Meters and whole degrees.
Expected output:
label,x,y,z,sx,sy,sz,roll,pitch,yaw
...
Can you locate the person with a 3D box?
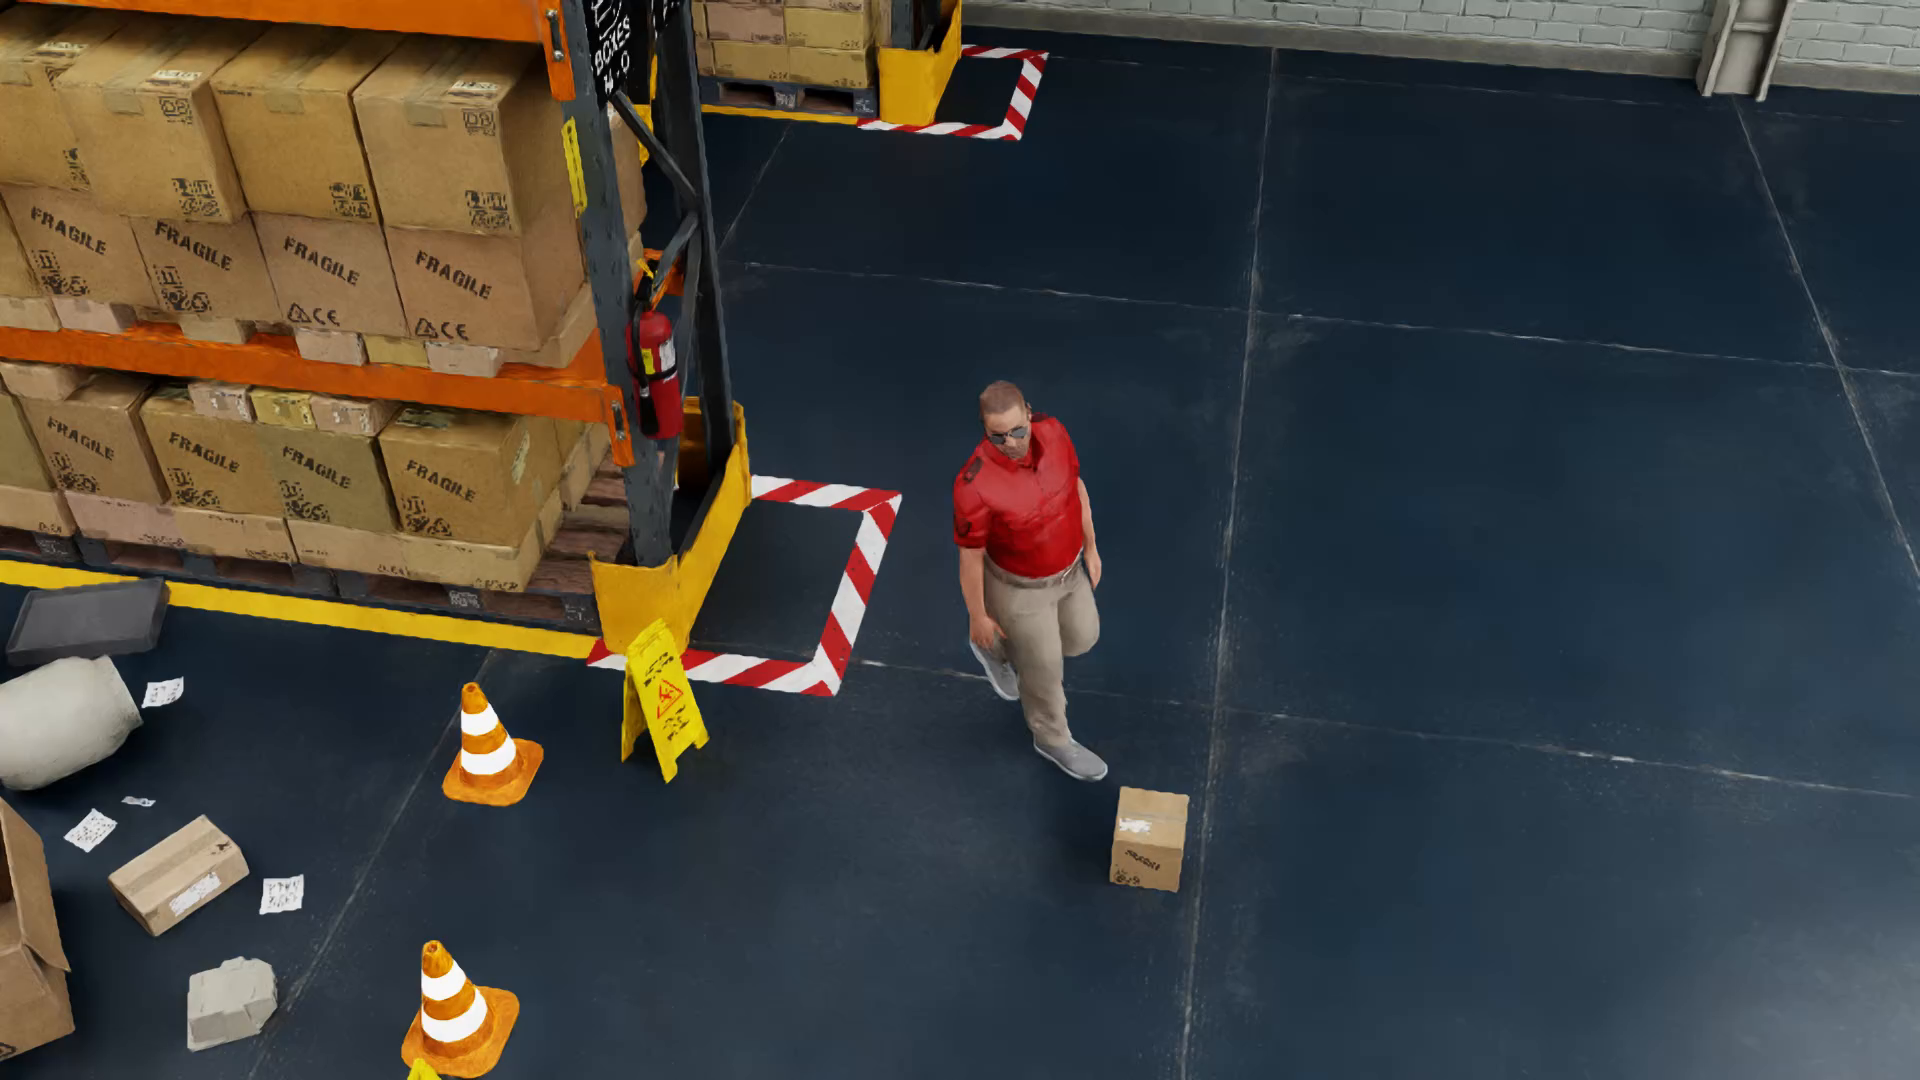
label,x,y,z,sx,sy,sz,roll,pitch,yaw
person,0.261,0.150,6.015,0.707,1.707,0.562,27,47,28
